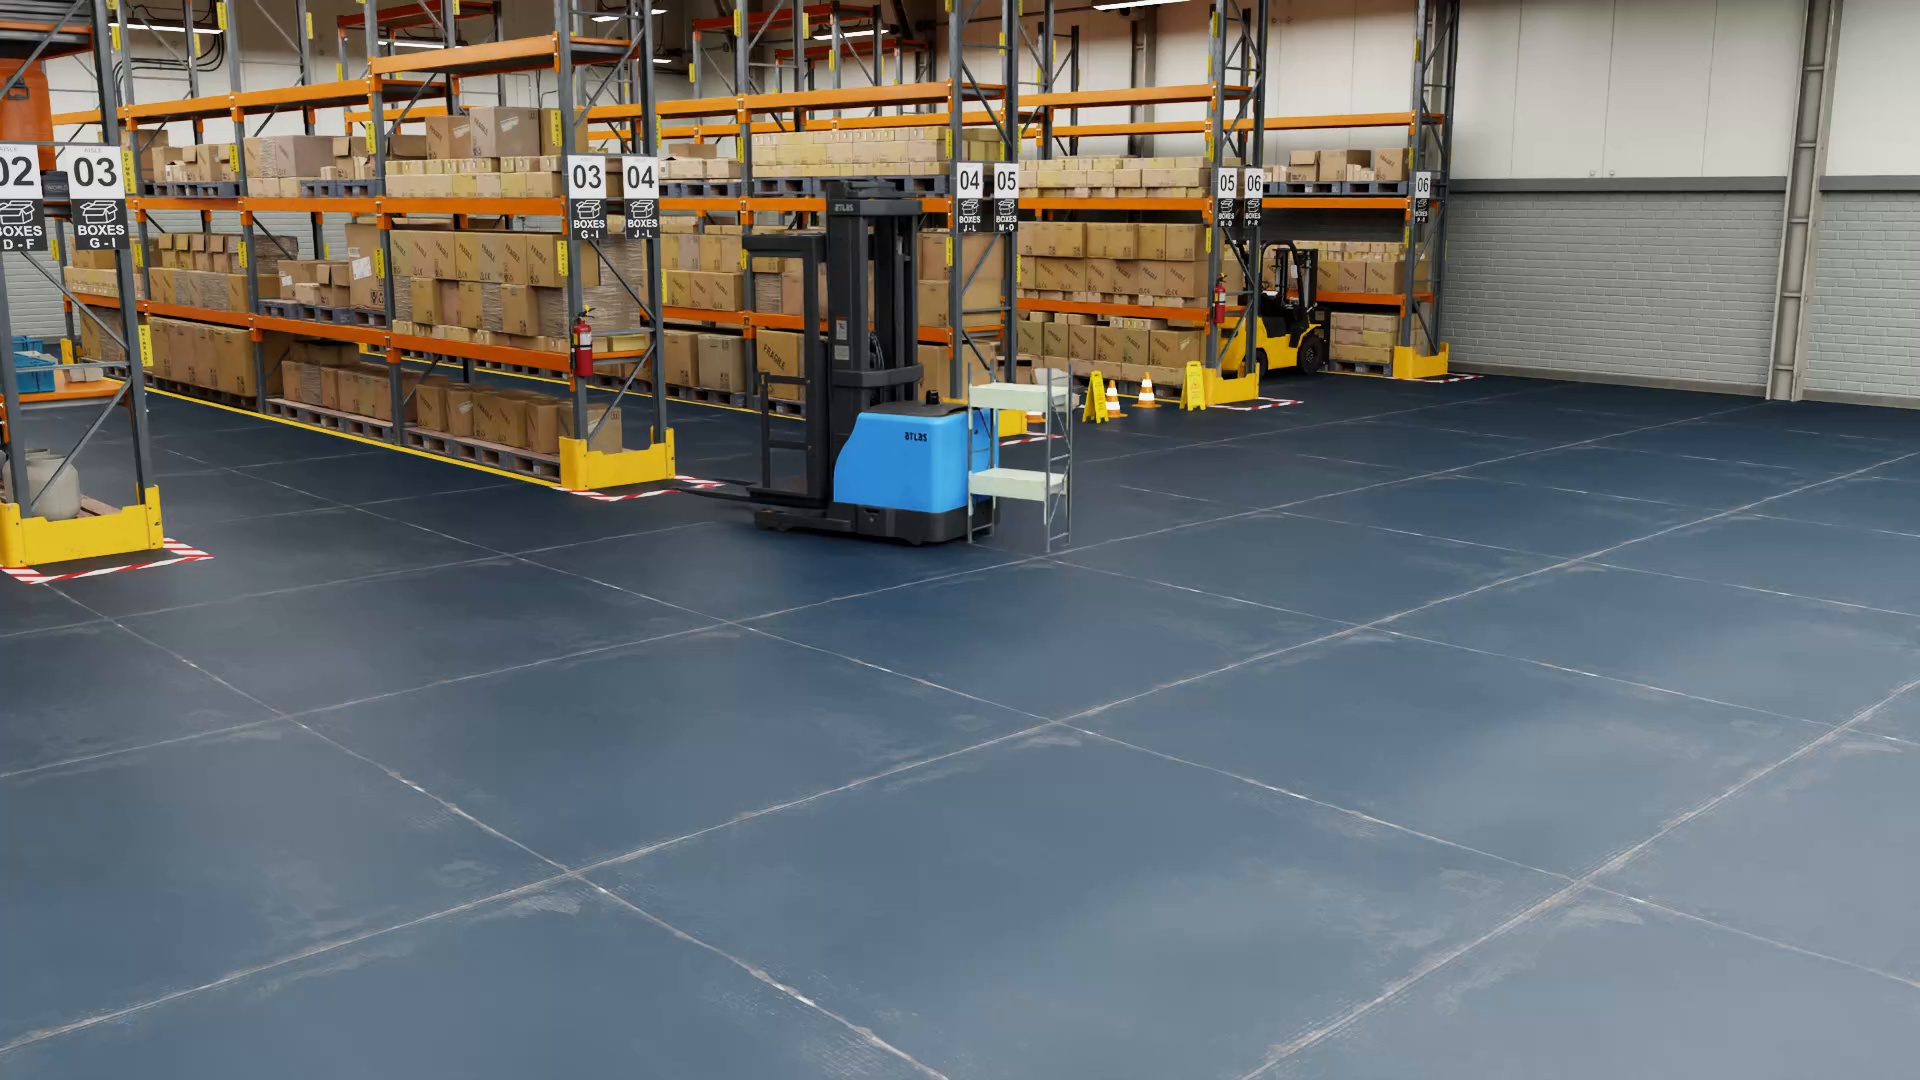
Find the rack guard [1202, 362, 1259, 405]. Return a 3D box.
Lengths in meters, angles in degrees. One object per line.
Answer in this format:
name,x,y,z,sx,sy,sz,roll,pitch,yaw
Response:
rack guard,3.739,-2.208,23.391,1.175,0.500,0.348,-11,16,-43

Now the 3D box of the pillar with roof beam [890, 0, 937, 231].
pillar with roof beam,-3.851,-8.431,32.531,9.100,9.000,0.548,-11,16,-43

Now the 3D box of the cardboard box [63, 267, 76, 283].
cardboard box,-14.289,-4.340,27.178,0.500,0.250,0.500,11,16,44

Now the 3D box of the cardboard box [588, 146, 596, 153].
cardboard box,-5.711,-5.800,25.053,0.396,0.266,0.258,-11,16,-43

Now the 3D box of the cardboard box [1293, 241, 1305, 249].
cardboard box,5.754,-4.911,27.722,0.380,0.149,0.250,-11,16,-42

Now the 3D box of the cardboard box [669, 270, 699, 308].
cardboard box,-3.733,-3.536,23.393,0.500,0.500,0.500,-11,16,-42

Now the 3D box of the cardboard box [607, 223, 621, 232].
cardboard box,-6.771,-6.111,33.414,0.500,0.500,0.500,11,16,44

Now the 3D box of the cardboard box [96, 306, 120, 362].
cardboard box,-13.297,-3.325,26.844,0.875,0.875,0.875,-11,16,-43

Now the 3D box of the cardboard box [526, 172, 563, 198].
cardboard box,-3.893,-3.471,16.264,0.500,0.250,0.500,-10,16,-41

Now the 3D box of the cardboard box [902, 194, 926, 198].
cardboard box,-0.659,-5.890,27.377,0.797,0.503,0.637,-11,16,-43

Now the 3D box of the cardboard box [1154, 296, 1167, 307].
cardboard box,2.962,-3.385,23.531,0.380,0.149,0.250,-11,16,-44

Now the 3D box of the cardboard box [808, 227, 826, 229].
cardboard box,-2.280,-5.167,28.830,0.500,0.500,0.500,11,16,44

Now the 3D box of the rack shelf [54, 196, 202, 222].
rack shelf,-13.044,-5.200,26.069,1.077,0.370,4.000,-11,16,-43

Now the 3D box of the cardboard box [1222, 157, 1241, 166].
cardboard box,3.693,-5.238,23.116,0.380,0.149,0.250,-11,16,-43

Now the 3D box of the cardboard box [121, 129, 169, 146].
cardboard box,-12.308,-6.070,25.112,0.500,0.250,0.500,10,16,41

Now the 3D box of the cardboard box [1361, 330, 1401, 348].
cardboard box,6.816,-3.245,26.762,0.500,0.250,0.500,-11,16,-43

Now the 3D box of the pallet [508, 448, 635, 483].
pallet,-3.964,-0.809,17.316,1.003,0.211,1.213,-11,16,-43

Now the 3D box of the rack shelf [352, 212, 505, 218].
rack shelf,-9.387,-5.877,29.352,1.077,0.370,4.000,-11,16,-43

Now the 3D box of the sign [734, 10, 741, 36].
sign,-2.866,-6.658,21.415,0.100,0.325,0.005,-11,16,-43

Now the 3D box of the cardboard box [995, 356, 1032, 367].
cardboard box,0.785,-2.436,24.491,0.500,0.500,0.500,-1,12,-4

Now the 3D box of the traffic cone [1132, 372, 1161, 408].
traffic cone,2.561,-2.062,22.773,0.336,0.463,0.334,-11,16,-43

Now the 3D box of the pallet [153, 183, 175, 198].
pallet,-10.994,-5.040,23.983,1.217,0.209,0.805,11,16,43

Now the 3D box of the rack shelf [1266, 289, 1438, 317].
rack shelf,5.998,-4.053,27.934,1.077,0.370,4.000,-11,16,-43

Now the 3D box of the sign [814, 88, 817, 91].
sign,-3.255,-9.996,37.424,0.100,0.325,0.005,-11,16,-43

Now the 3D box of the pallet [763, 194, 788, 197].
pallet,-2.991,-6.215,29.678,1.003,0.211,1.213,-10,15,-40

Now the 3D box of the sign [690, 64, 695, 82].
sign,-4.914,-8.572,30.511,0.100,0.325,0.005,-11,16,-43

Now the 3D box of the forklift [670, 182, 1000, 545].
forklift,-1.179,-1.590,14.366,3.031,2.935,1.130,7,14,31

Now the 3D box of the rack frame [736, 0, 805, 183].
rack frame,-2.481,-6.239,21.893,1.000,3.000,0.127,-11,16,-43

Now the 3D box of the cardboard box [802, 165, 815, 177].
cardboard box,-1.772,-4.653,20.961,0.380,0.149,0.250,-11,16,-43

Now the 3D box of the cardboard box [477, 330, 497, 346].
cardboard box,-4.834,-2.134,17.461,0.380,0.149,0.250,-11,16,-43

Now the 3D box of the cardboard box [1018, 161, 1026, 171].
cardboard box,1.010,-5.650,25.116,0.380,0.149,0.250,-11,16,-44

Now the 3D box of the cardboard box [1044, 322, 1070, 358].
cardboard box,1.619,-3.031,25.106,0.500,0.500,0.500,-10,15,-40

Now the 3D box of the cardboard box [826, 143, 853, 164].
cardboard box,-1.298,-4.766,20.521,0.500,0.250,0.500,-11,16,-42

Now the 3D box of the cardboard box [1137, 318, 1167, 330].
cardboard box,2.747,-3.090,23.784,0.380,0.149,0.250,-10,15,-41

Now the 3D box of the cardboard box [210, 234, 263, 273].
cardboard box,-9.842,-3.953,22.930,0.797,0.503,0.637,-10,16,-41

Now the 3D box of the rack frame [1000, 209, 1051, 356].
rack frame,1.029,-4.005,25.918,1.000,3.000,0.127,-11,16,-43

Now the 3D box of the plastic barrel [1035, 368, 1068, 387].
plastic barrel,1.270,-2.250,23.784,0.512,0.421,0.421,-1,12,-4

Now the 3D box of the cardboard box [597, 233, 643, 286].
cardboard box,-3.559,-2.843,16.814,0.500,0.500,0.500,-11,16,-43

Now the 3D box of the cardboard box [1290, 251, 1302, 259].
cardboard box,5.700,-4.752,27.690,0.380,0.149,0.250,-11,16,-44

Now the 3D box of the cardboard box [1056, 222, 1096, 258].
cardboard box,1.840,-4.440,24.568,0.700,0.500,0.500,-11,16,-44

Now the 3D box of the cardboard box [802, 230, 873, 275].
cardboard box,-1.514,-3.682,21.303,0.875,0.550,0.550,-11,16,-43

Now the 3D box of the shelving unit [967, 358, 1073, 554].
shelving unit,0.486,-0.699,13.586,0.755,1.500,0.431,7,14,31

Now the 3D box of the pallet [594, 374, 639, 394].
pallet,-4.754,-2.393,25.004,1.003,0.211,1.213,-11,16,-43

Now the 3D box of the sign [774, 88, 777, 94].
sign,-4.063,-9.808,36.704,0.100,0.325,0.005,-11,16,-43

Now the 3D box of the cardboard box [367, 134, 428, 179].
cardboard box,-6.392,-4.432,19.260,0.637,0.503,0.797,11,16,42

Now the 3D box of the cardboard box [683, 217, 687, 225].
cardboard box,-5.042,-6.083,31.672,0.380,0.149,0.250,-10,16,-41

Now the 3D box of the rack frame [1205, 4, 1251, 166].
rack frame,4.616,-7.636,28.673,1.000,3.000,0.127,-11,16,-43

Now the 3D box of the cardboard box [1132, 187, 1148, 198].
cardboard box,2.655,-4.932,23.605,0.380,0.149,0.250,-11,16,-43

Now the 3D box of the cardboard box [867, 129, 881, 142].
cardboard box,-0.897,-4.858,19.983,0.380,0.149,0.250,-11,16,-42

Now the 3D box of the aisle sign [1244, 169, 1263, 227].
aisle sign,4.058,-4.729,22.988,0.394,0.787,0.004,-11,16,-43

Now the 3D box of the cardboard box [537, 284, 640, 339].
cardboard box,-3.736,-2.319,16.750,0.875,0.500,0.500,-11,16,-43

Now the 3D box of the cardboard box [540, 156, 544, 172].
cardboard box,-3.889,-3.683,16.303,0.250,0.149,0.380,11,16,43

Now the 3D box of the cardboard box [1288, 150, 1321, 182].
cardboard box,5.885,-6.173,27.461,0.797,0.503,0.637,-10,15,-41

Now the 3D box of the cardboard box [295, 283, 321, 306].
cardboard box,-7.910,-3.064,20.679,0.500,0.250,0.500,11,16,44
